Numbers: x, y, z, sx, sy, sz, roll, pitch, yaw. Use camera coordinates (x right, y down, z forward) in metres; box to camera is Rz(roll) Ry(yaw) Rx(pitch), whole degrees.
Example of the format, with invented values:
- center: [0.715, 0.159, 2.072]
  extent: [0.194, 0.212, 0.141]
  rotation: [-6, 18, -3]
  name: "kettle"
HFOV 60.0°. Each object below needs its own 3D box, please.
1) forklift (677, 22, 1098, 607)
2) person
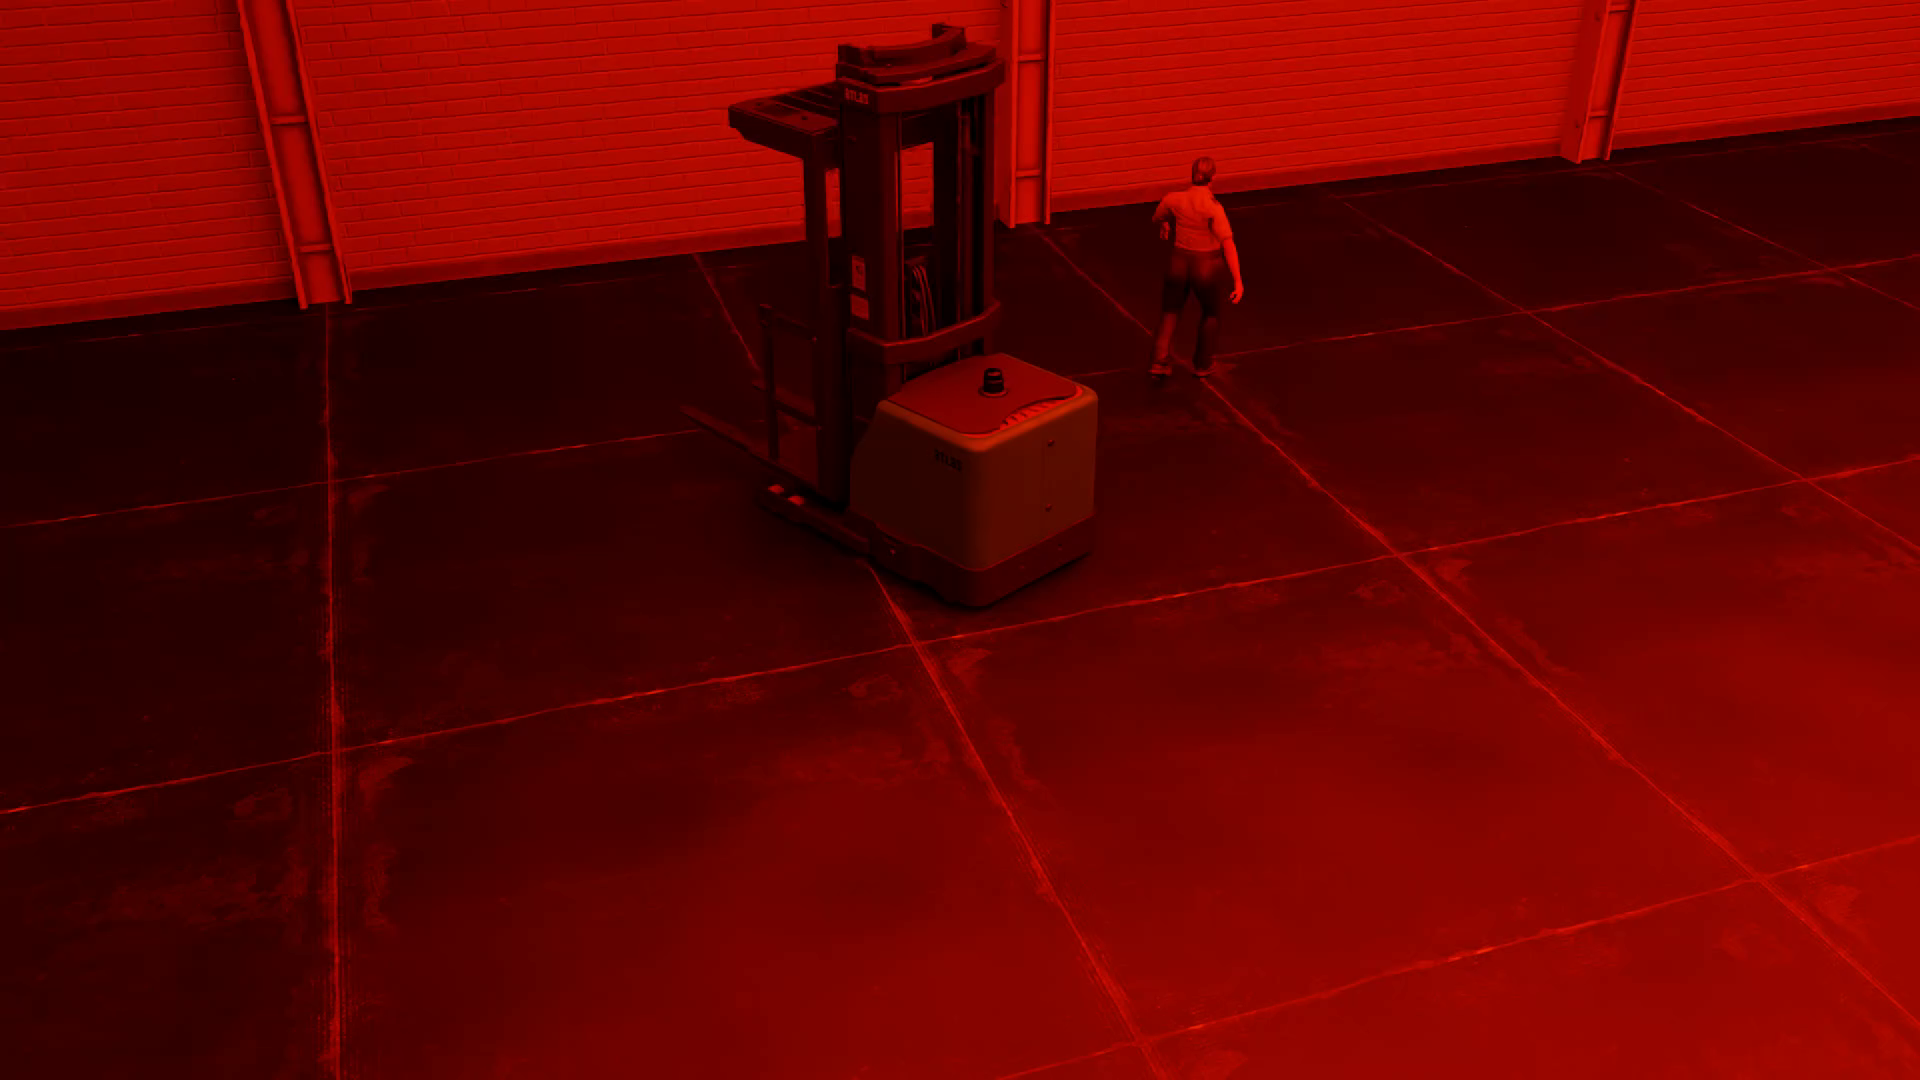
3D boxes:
- center: [-0.595, -1.536, 9.757]
  extent: [1.130, 2.935, 3.031]
  rotation: [-26, 39, -37]
  name: "forklift"
- center: [1.659, -1.886, 11.684]
  extent: [0.829, 1.632, 0.689]
  rotation: [16, 34, 26]
  name: "person"
